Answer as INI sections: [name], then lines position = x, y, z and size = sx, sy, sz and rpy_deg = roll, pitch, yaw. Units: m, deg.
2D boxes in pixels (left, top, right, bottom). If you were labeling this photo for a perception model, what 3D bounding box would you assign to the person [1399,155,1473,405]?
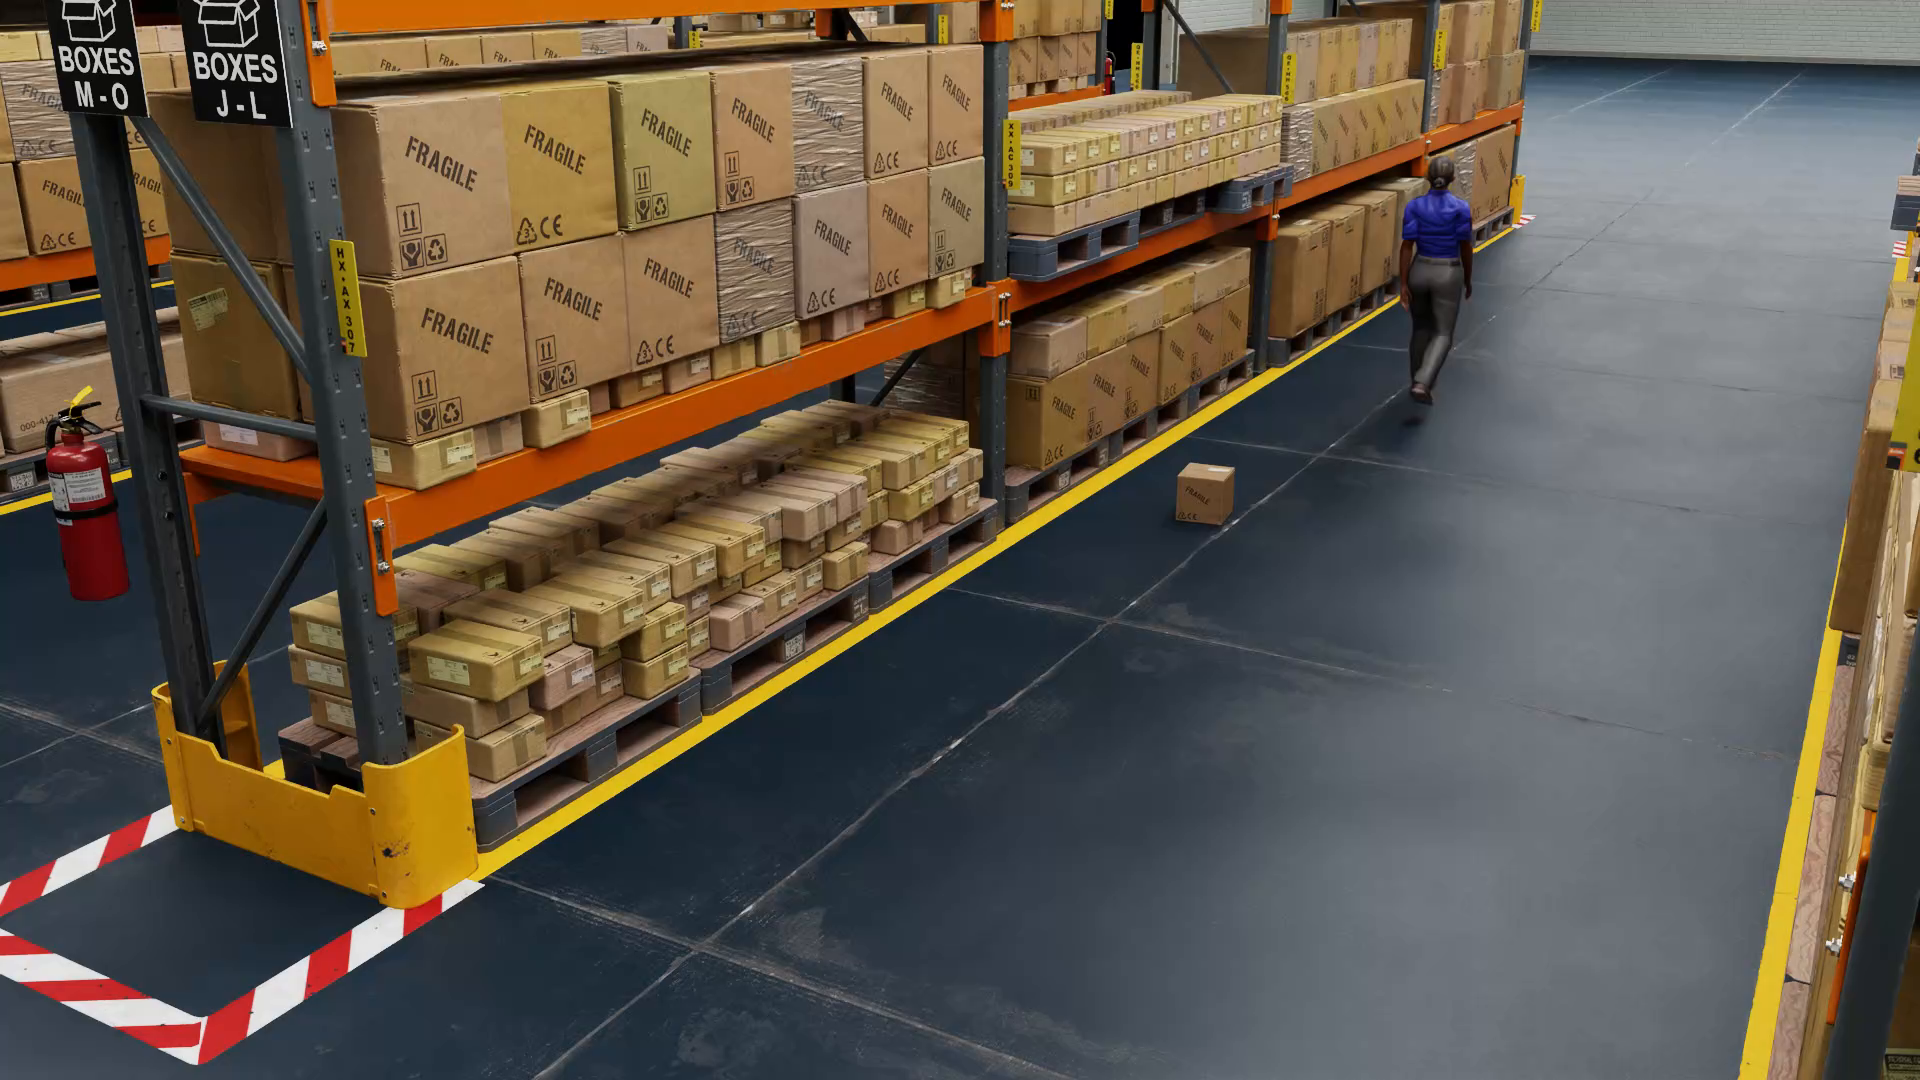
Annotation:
[person]
position = 3.075, -1.679, 10.792
size = 0.432, 1.611, 0.922
rpy_deg = 12, 23, 30
